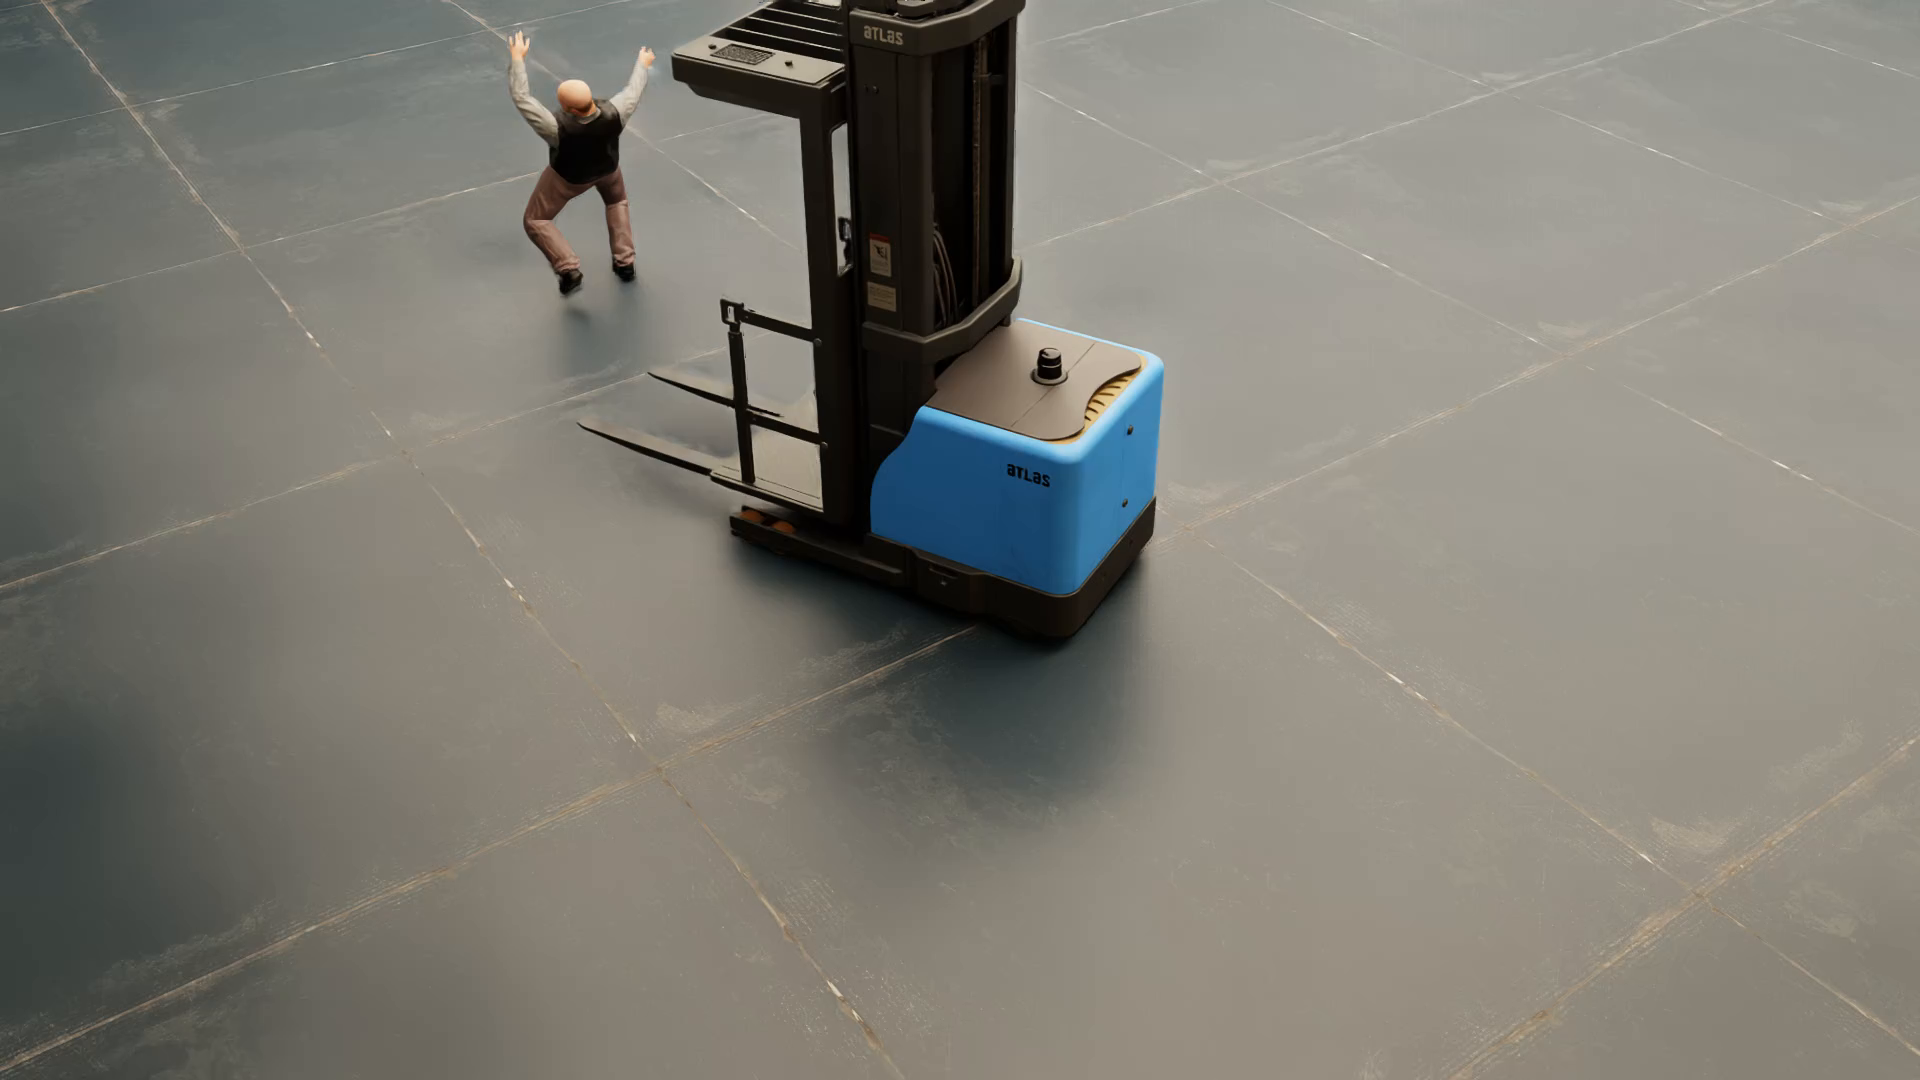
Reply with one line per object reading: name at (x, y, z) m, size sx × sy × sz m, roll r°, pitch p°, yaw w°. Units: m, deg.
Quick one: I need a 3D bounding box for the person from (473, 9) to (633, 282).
person at (-2.389, -2.328, 10.239) m, size 0.943 × 1.601 × 0.747 m, roll -22°, pitch 42°, yaw -27°

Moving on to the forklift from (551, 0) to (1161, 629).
forklift at (-0.605, -1.315, 7.723) m, size 3.031 × 2.935 × 1.130 m, roll 13°, pitch 39°, yaw 17°
